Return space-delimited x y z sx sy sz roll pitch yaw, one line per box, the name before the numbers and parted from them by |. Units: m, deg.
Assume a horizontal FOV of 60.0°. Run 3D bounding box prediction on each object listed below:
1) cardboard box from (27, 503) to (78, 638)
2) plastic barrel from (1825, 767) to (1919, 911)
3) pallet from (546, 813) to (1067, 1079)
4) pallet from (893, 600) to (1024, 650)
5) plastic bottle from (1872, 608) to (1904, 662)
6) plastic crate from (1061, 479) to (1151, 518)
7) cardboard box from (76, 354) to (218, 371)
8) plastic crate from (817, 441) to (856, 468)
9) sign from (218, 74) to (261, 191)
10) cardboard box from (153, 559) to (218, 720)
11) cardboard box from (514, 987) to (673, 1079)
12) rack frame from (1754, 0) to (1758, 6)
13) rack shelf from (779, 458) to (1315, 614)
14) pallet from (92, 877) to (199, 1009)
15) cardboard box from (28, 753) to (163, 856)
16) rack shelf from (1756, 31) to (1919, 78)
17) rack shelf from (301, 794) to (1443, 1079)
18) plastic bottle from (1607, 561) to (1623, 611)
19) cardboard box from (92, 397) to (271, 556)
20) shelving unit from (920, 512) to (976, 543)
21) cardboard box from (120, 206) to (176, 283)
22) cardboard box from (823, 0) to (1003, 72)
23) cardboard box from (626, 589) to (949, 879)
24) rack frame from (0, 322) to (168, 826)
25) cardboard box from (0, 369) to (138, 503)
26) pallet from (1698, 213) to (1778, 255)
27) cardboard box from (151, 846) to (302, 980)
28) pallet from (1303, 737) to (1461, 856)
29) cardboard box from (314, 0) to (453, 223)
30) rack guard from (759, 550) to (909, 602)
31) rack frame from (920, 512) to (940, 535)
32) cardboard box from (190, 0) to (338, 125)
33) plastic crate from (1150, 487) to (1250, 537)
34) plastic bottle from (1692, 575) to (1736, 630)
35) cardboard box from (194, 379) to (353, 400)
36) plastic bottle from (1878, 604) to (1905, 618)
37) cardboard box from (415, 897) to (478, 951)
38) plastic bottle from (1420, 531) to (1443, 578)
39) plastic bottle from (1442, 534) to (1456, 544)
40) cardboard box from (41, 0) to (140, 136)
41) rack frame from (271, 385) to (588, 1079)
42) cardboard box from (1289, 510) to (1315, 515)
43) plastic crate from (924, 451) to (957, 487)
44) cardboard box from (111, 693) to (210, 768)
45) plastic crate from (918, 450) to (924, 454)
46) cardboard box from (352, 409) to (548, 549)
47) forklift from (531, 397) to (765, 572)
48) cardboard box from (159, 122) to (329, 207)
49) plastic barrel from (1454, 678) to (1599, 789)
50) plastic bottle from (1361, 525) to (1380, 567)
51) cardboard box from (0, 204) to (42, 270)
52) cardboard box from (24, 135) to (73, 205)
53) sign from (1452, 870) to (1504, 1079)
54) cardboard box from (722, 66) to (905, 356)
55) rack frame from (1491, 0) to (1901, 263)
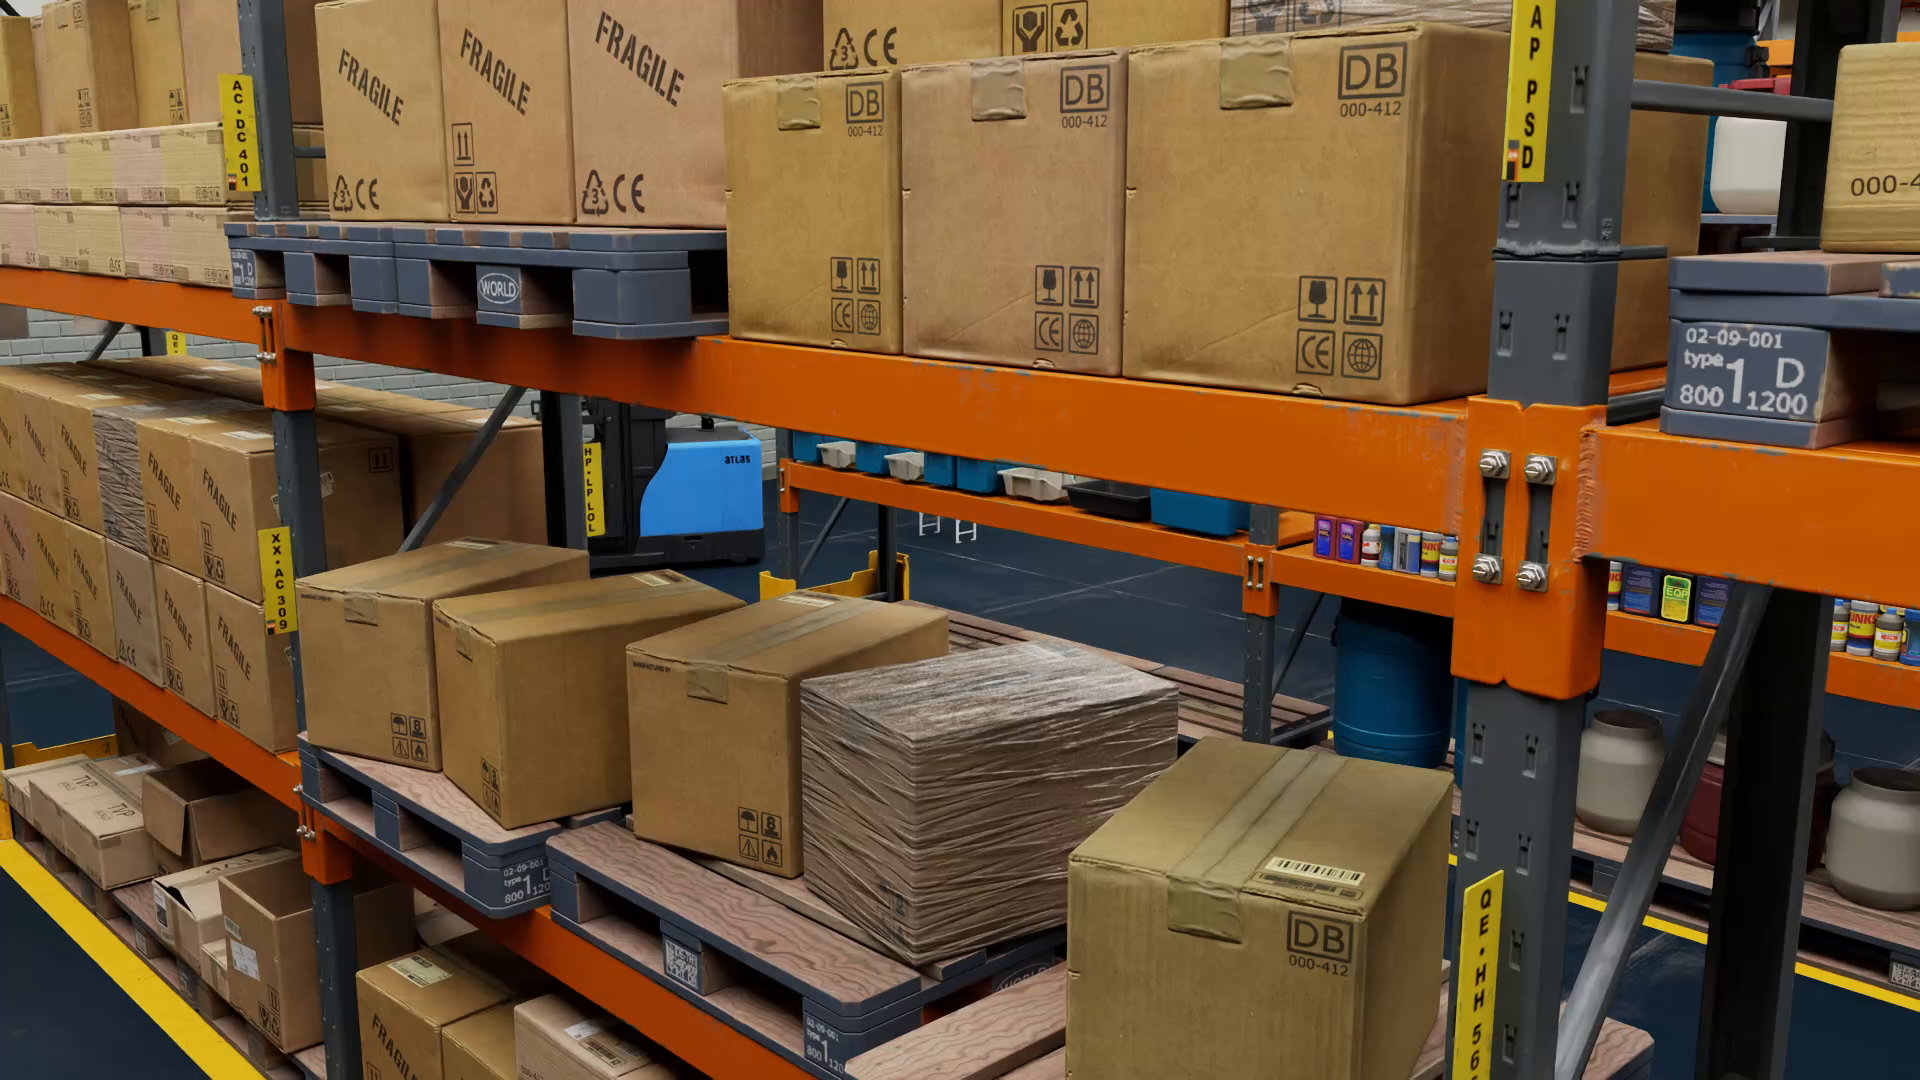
cardboard box | -3.629 0.089 7.139 0.500 0.500 0.500 -11 16 -43
plastic barrel | 3.855 1.239 6.925 0.421 0.512 0.421 0 12 0
pallet | -0.271 0.866 4.088 1.003 0.211 1.213 -11 16 -43
pallet | -0.323 0.690 11.380 1.003 0.211 1.213 -11 16 -43
plastic bottle | 3.645 0.368 6.524 0.097 0.201 0.097 0 12 0
plastic crate | 0.930 -0.239 9.508 0.437 0.125 0.590 -11 16 -43
cardboard box | -3.944 -0.624 8.121 0.500 0.500 0.500 -11 16 -43
plastic crate | -0.771 -0.562 11.048 0.250 0.136 0.298 -11 16 -43
sign | -2.075 -1.174 4.800 0.100 0.325 0.005 -11 16 -43
cardboard box | -2.575 0.310 6.062 0.500 0.500 0.500 -10 16 -41
cardboard box | -0.839 1.364 4.444 0.500 0.250 0.500 -11 16 -42
rack frame | 9.885 -5.811 21.156 1.000 3.000 0.127 -11 16 -43
rack shelf | 0.517 -0.158 10.365 1.077 0.370 4.000 -11 16 -43
pallet | -3.008 1.559 7.160 1.003 0.211 1.213 -11 16 -43
cardboard box | -3.934 1.211 7.663 0.500 0.250 0.500 -11 16 -43
rack shelf | 6.861 -3.006 10.316 1.077 0.370 4.000 -11 16 -43
rack shelf | -0.306 1.116 4.183 1.077 0.370 4.000 -11 16 -43
plastic bottle | 2.869 0.169 7.313 0.097 0.271 0.097 0 12 0
cardboard box | -2.928 -0.253 6.318 0.500 0.500 0.500 -11 16 -42
shelving unit | -0.114 -0.612 15.246 0.258 1.200 0.503 -11 16 -43
cardboard box | -2.553 -1.032 5.766 0.500 0.250 0.500 -11 16 -43
cardboard box | 0.074 -1.166 3.316 0.500 0.500 0.500 -11 16 -43
cardboard box | -0.423 0.466 4.265 0.500 0.500 0.700 7 14 31
rack frame | -4.450 -0.112 8.361 1.000 3.000 0.127 -11 16 -43
cardboard box | -3.968 -0.474 7.392 0.500 0.500 0.500 -11 16 -42
pallet | 3.295 -1.329 7.301 1.003 0.211 1.213 -11 16 -43
cardboard box | -2.804 1.420 6.497 0.500 0.311 0.500 -11 16 -43
pallet | 2.400 1.266 8.582 1.003 0.211 1.213 -11 16 -43
cardboard box | -1.393 -1.217 4.756 0.600 0.600 0.600 10 15 40
rack guard | -0.891 0.421 11.969 1.175 0.500 0.348 -11 16 -43
rack frame | -0.283 -0.647 15.419 0.240 1.200 0.015 -11 16 -43
cardboard box | -2.051 -1.602 5.432 0.700 0.500 0.500 -11 16 -43
plastic crate | 1.329 -0.260 8.971 0.392 0.384 0.575 -11 16 -43
plastic bottle | 3.203 0.194 6.995 0.144 0.351 0.185 -11 16 -43
cardboard box | -2.878 -0.401 7.035 0.500 0.500 0.500 -10 15 -41
plastic bottle | 4.057 0.187 7.196 0.061 0.283 0.133 -11 16 -43
cardboard box | -1.821 1.482 6.198 0.500 0.311 0.500 -11 16 -43
plastic bottle | 2.255 0.040 7.943 0.097 0.271 0.097 0 12 0
plastic bottle | 2.552 -0.067 8.635 0.097 0.201 0.097 0 12 0
cardboard box | -3.099 -1.819 6.484 0.700 0.500 0.500 -11 16 -43
rack frame | -1.687 0.472 5.527 1.000 3.000 0.127 -11 16 -43
cardboard box | 3.217 -0.575 14.832 0.875 0.875 0.875 -11 16 -43
plastic crate | -0.023 -0.475 10.389 0.416 0.233 0.300 -11 16 -43
cardboard box | -3.896 0.942 8.350 0.500 0.500 0.500 -11 16 -43
plastic crate | -0.171 -0.608 11.274 0.396 0.136 0.243 -11 16 -43
cardboard box | -1.809 -0.175 5.941 0.500 0.500 0.500 -10 16 -41
forklift | -3.247 -1.234 13.977 3.031 2.935 1.130 -4 12 -17
cardboard box | -2.220 -1.202 5.350 0.500 0.250 0.500 -11 16 -43
plastic barrel | 2.750 0.789 8.146 0.600 0.901 0.708 -11 16 -43
plastic bottle | 2.027 0.026 8.183 0.097 0.201 0.097 0 12 0
cardboard box | -3.596 -1.250 6.822 0.500 0.250 0.500 -11 16 -43
cardboard box | -3.251 -1.422 6.417 0.500 0.250 0.500 -11 16 -43
sign | 0.689 0.604 2.211 0.100 0.325 0.005 -11 16 -43
cardboard box | 0.038 -0.672 3.397 0.910 0.500 0.500 -11 16 -43
rack frame | 1.075 -1.883 2.089 1.000 3.000 0.127 -11 16 -43
